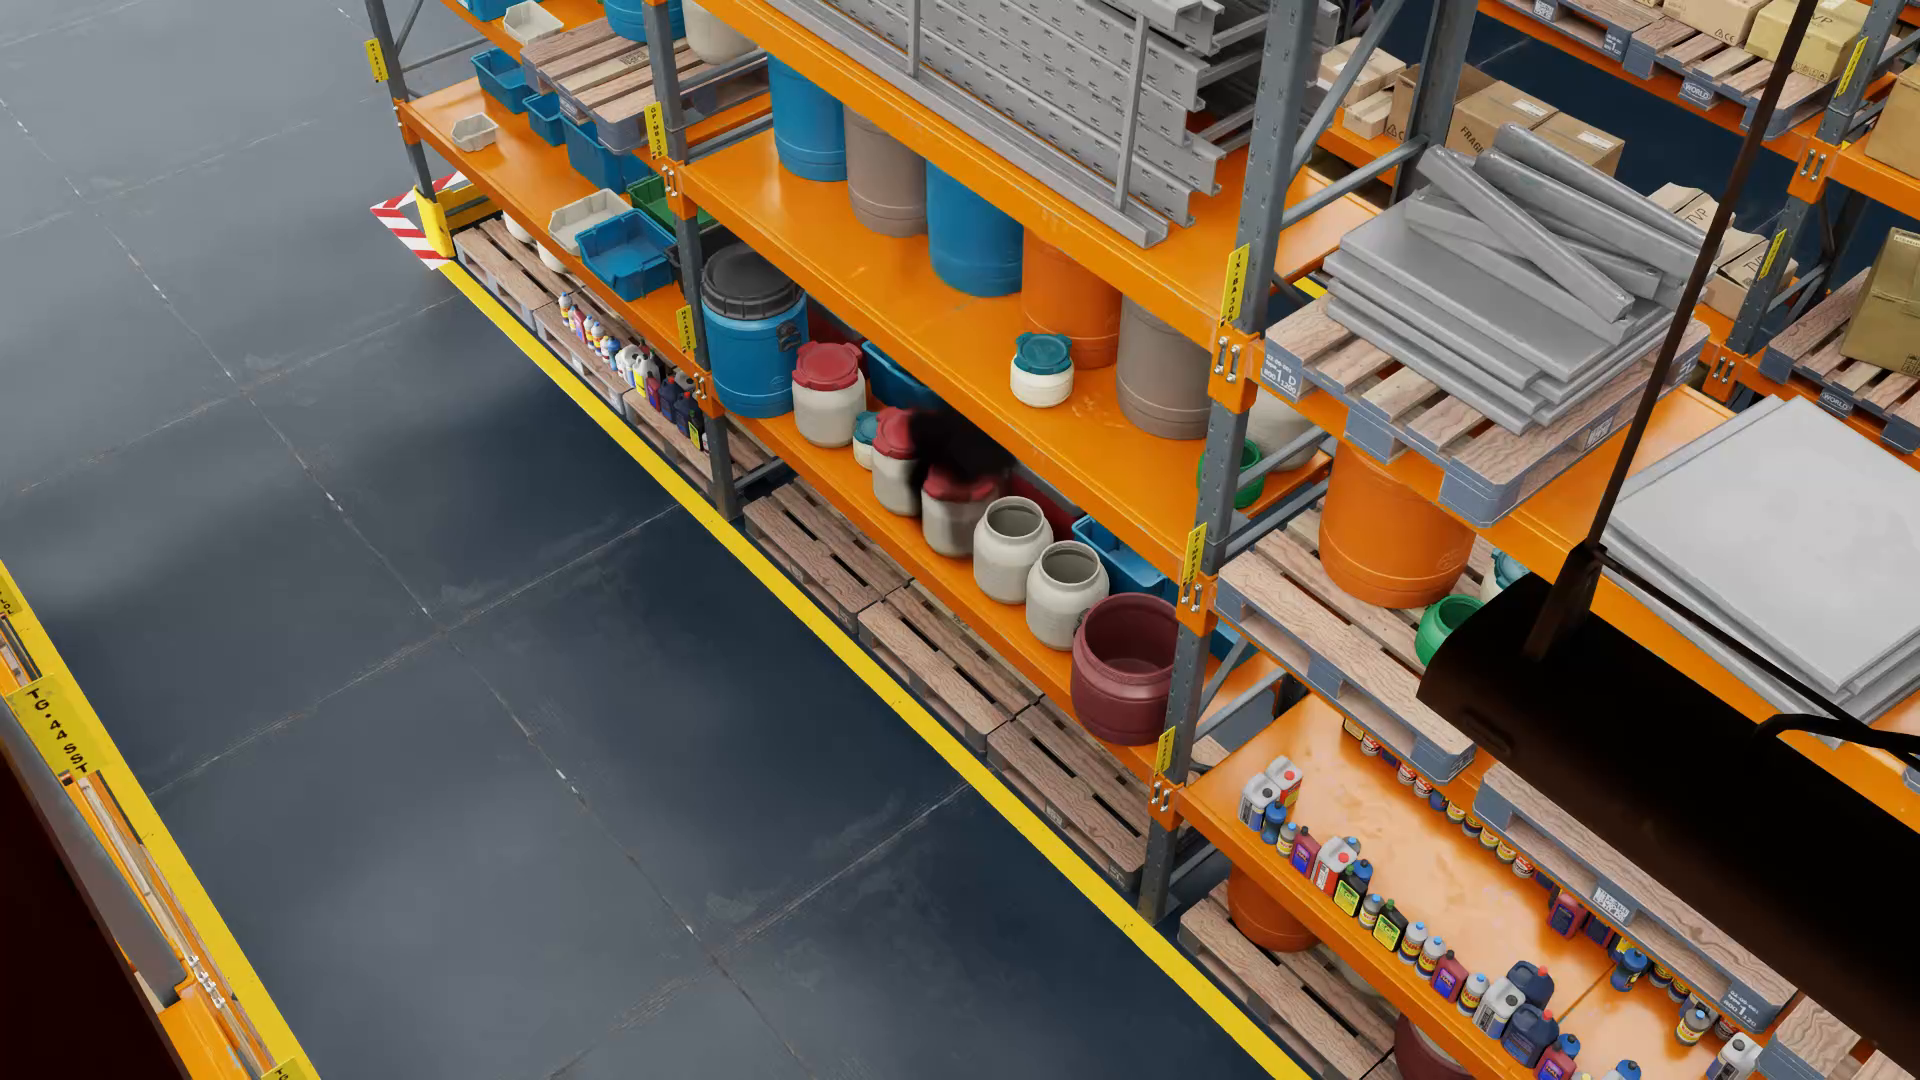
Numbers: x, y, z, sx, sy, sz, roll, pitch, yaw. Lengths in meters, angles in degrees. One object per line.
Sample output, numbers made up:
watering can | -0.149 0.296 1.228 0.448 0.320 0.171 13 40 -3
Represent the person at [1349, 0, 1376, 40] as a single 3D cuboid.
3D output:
person | 3.313 -4.260 13.945 0.851 1.591 0.545 36 56 29
